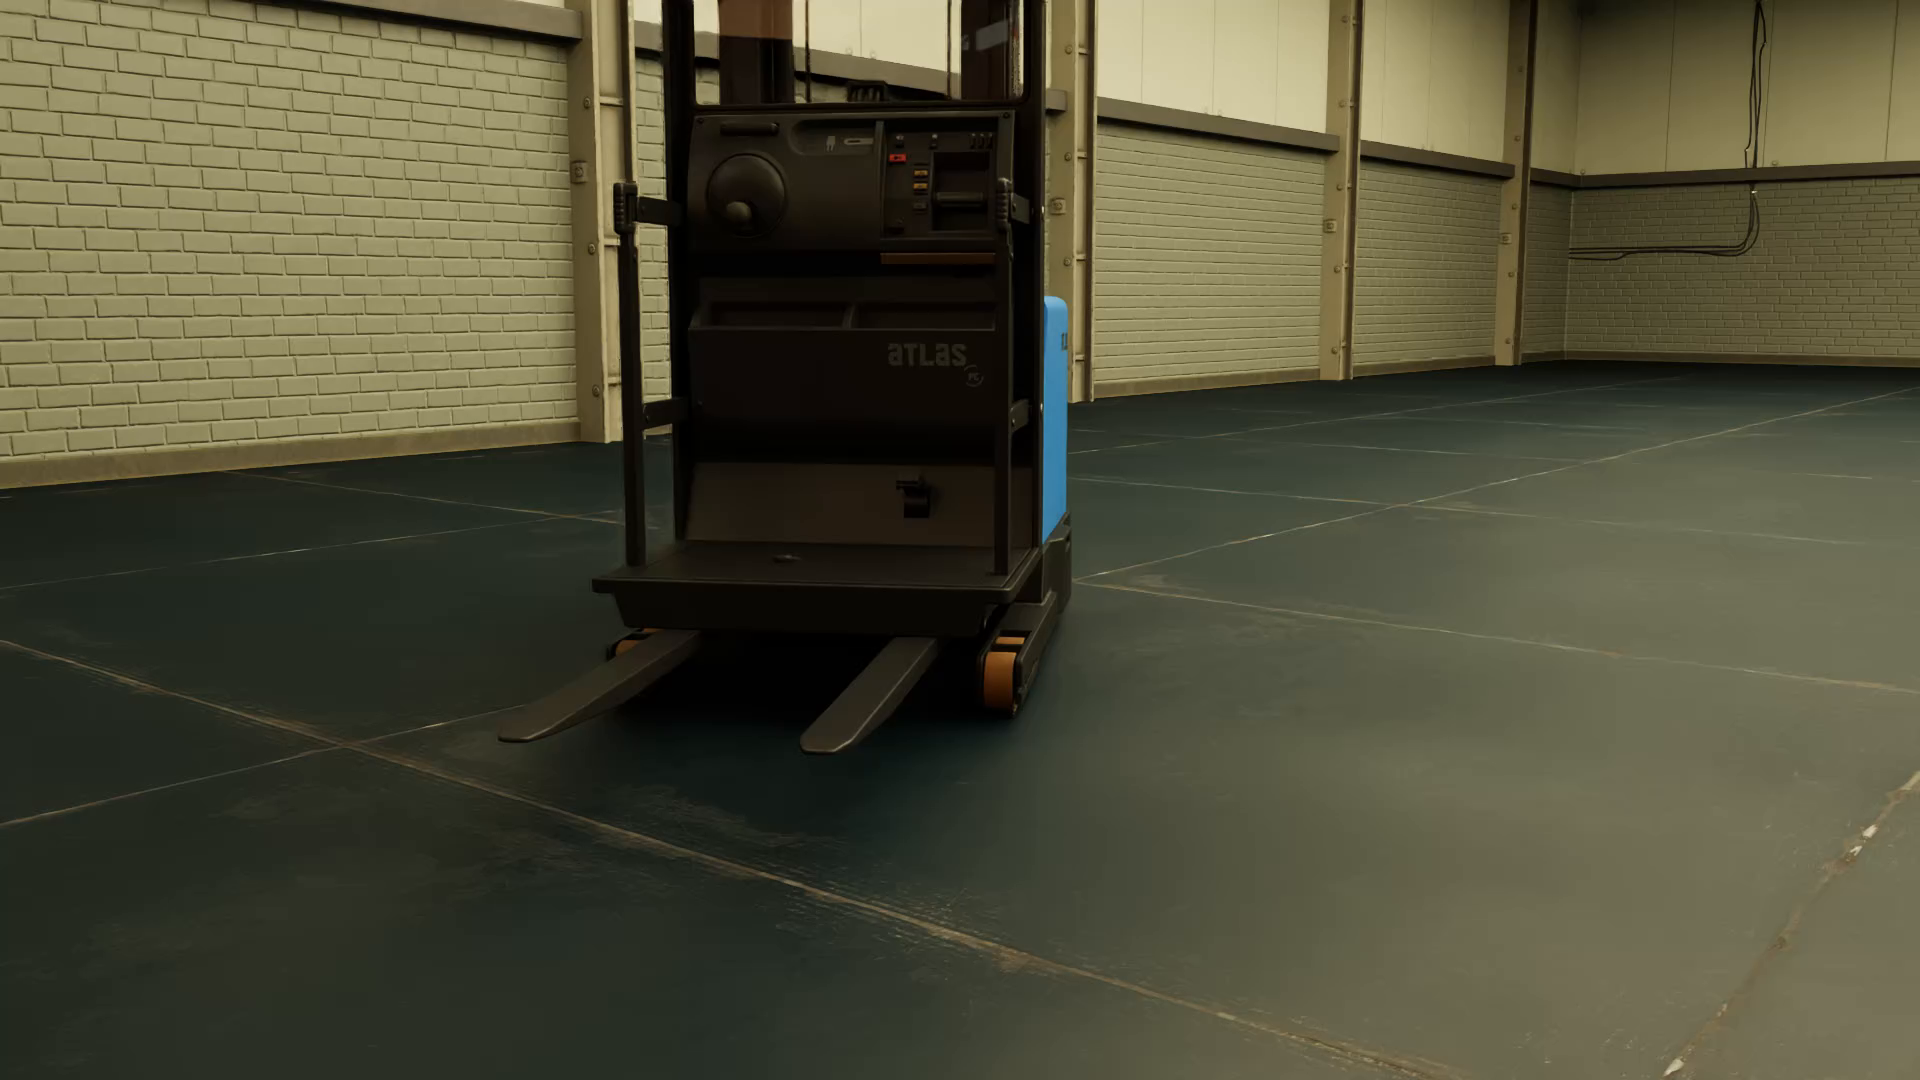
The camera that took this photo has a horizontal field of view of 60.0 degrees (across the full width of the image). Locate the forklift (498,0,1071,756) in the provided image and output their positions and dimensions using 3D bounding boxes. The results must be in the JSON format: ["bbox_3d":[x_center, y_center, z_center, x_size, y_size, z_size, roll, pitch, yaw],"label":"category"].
[{"bbox_3d":[-0.340,-1.053,4.481,1.130,2.935,3.031,1,8,9],"label":"forklift"}]
